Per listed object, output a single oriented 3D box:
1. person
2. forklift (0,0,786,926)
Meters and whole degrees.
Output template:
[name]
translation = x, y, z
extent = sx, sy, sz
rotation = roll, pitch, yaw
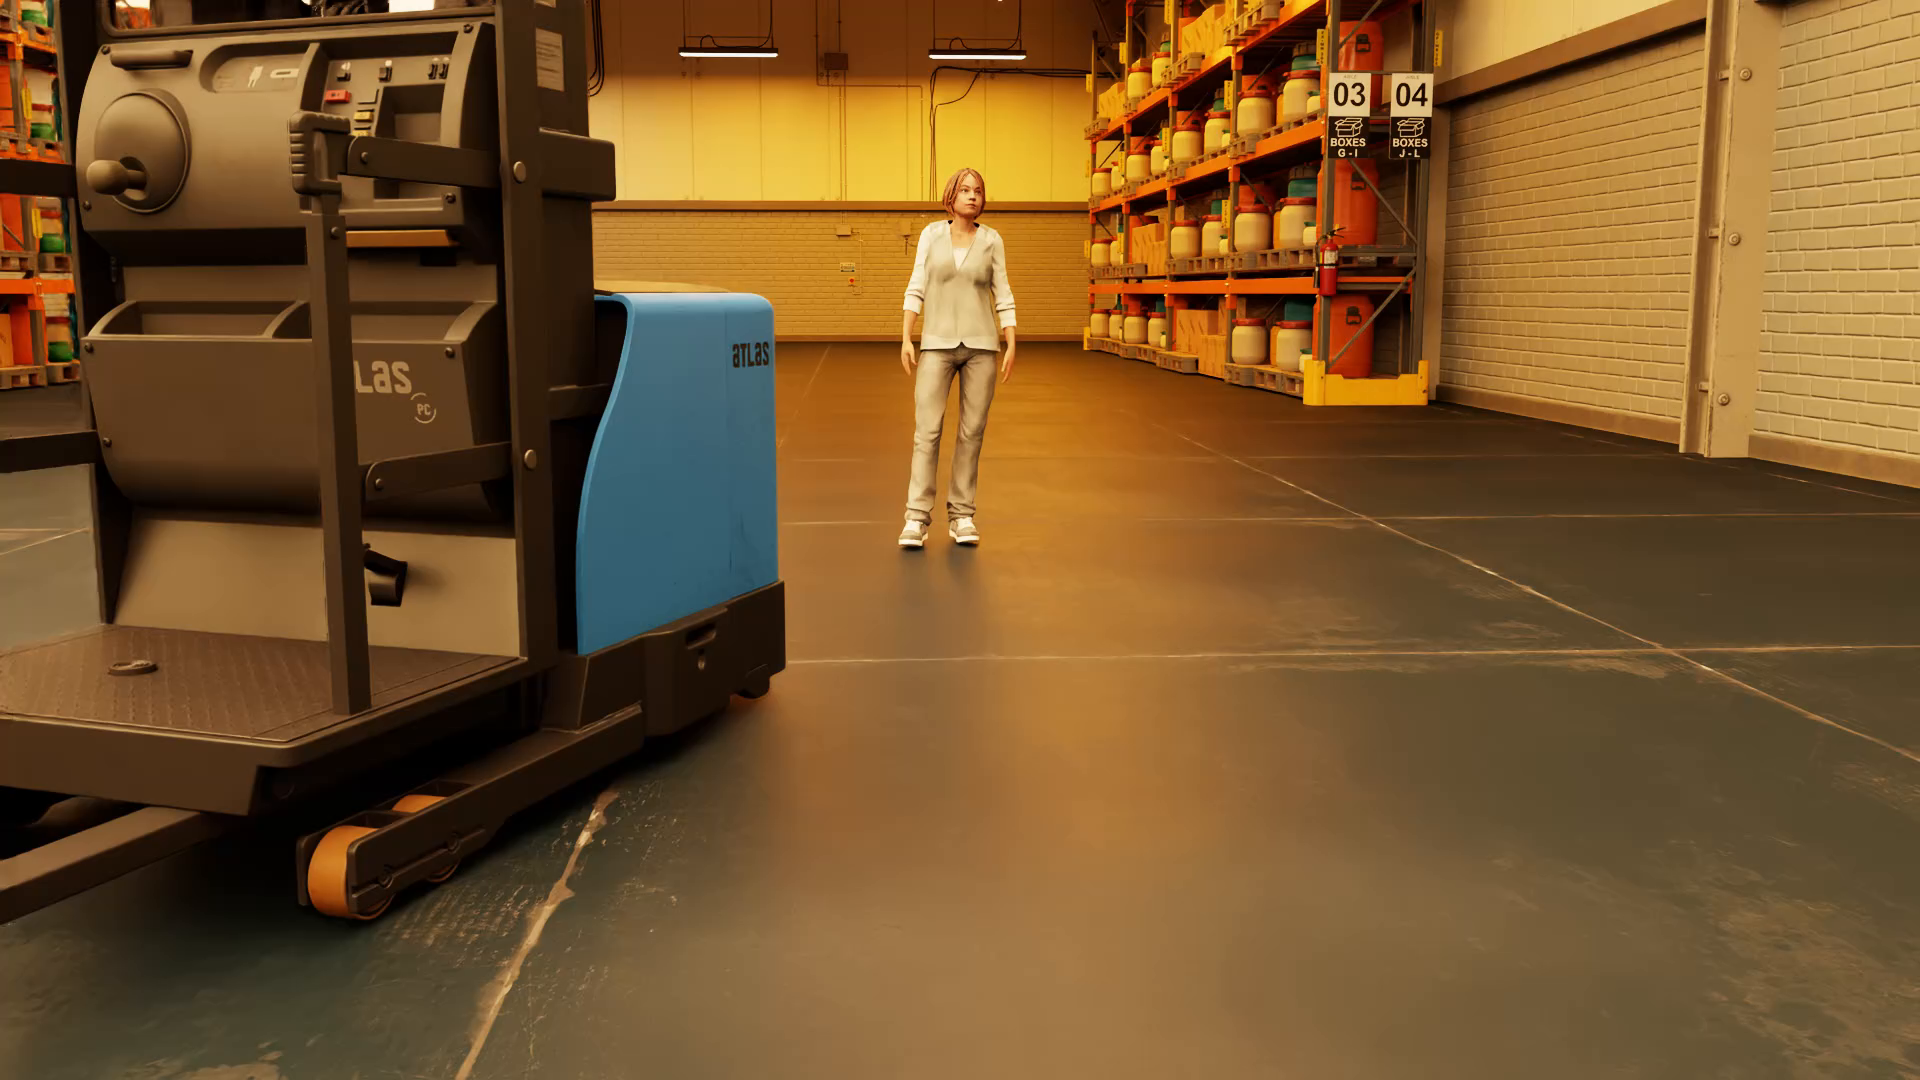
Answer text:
[person]
translation = -0.010, -0.787, 7.117
extent = 0.520, 1.599, 0.473
rotation = -1, 8, -4
[forklift]
translation = -1.428, -0.857, 3.103
extent = 1.130, 2.935, 3.031
rotation = 3, 9, 19
